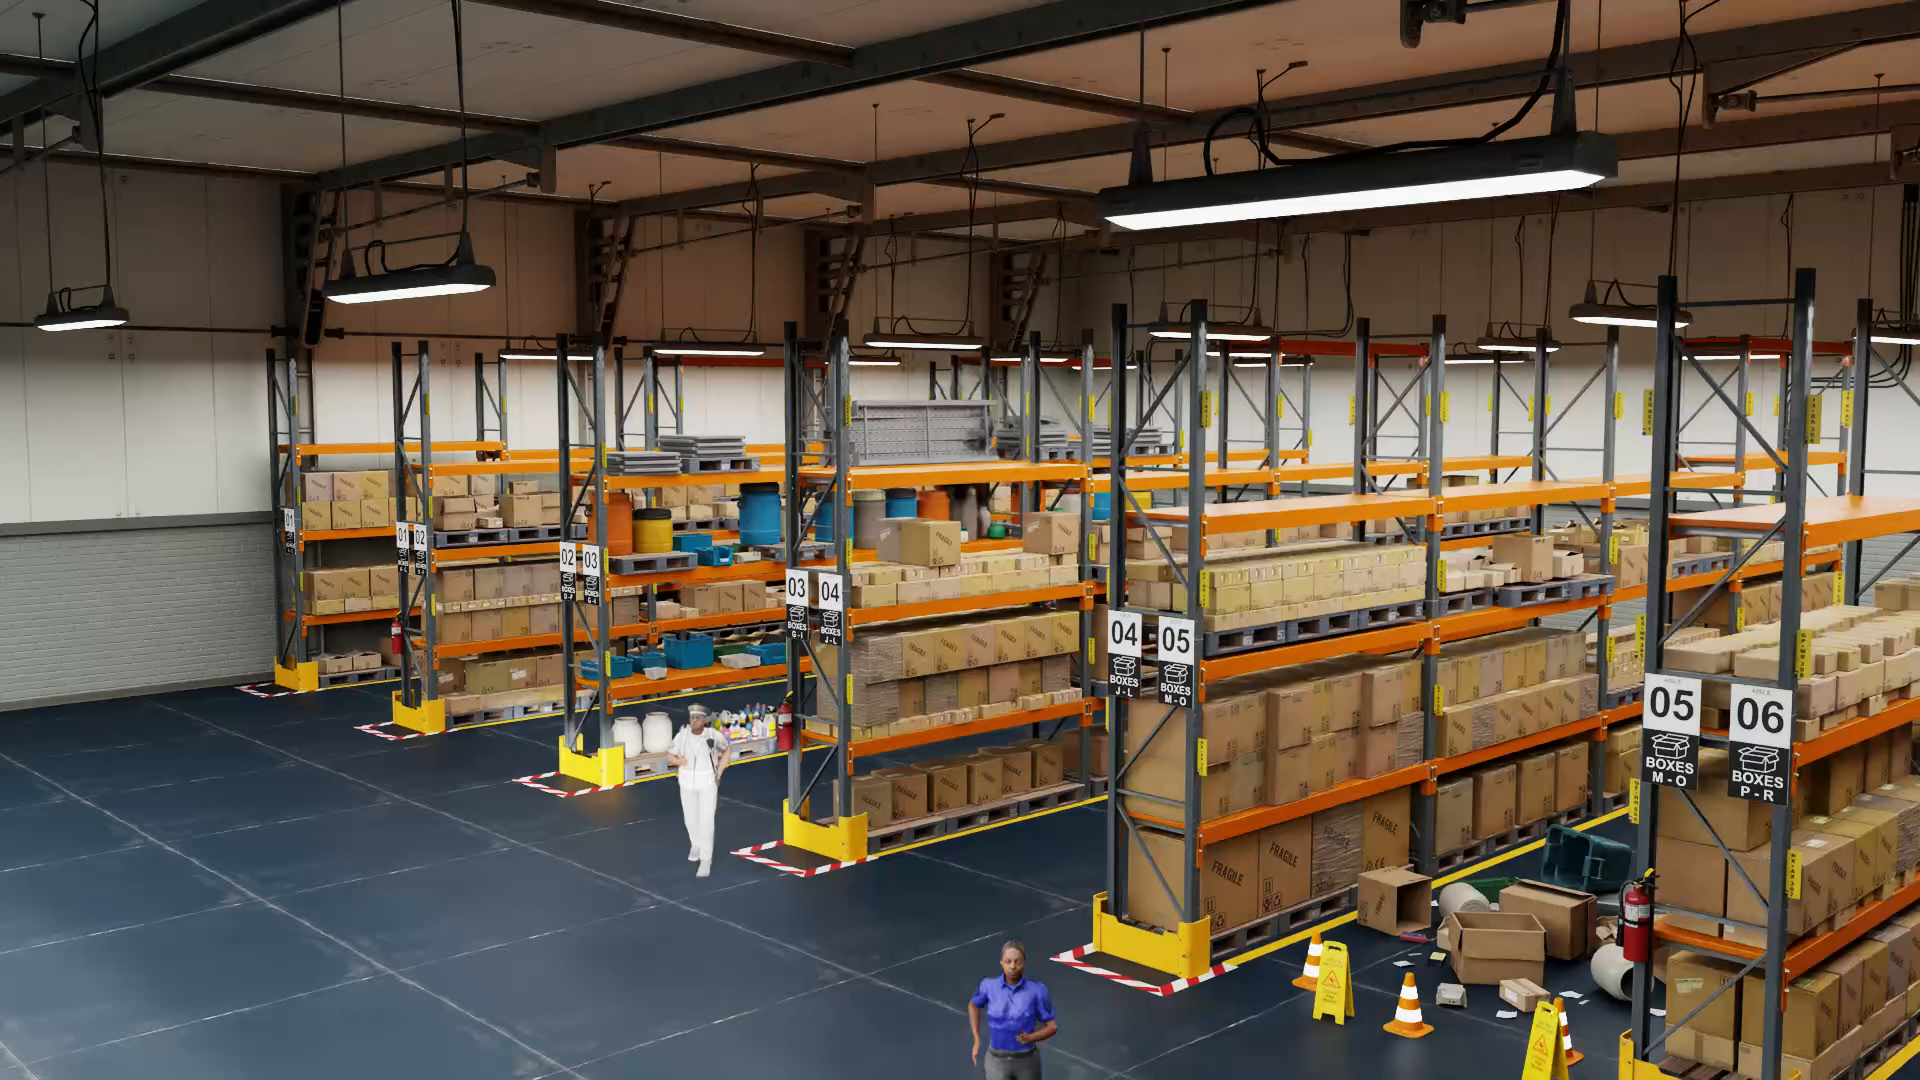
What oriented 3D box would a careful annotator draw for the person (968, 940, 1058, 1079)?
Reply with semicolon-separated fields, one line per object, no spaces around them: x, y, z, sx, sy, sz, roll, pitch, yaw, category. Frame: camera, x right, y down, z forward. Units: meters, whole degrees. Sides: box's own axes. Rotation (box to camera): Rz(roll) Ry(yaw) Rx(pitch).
0.339;3.393;10.745;0.579;1.637;0.941;0;5;1;person

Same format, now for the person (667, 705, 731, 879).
-2.875;2.700;18.186;0.658;1.842;0.814;0;5;5;person
